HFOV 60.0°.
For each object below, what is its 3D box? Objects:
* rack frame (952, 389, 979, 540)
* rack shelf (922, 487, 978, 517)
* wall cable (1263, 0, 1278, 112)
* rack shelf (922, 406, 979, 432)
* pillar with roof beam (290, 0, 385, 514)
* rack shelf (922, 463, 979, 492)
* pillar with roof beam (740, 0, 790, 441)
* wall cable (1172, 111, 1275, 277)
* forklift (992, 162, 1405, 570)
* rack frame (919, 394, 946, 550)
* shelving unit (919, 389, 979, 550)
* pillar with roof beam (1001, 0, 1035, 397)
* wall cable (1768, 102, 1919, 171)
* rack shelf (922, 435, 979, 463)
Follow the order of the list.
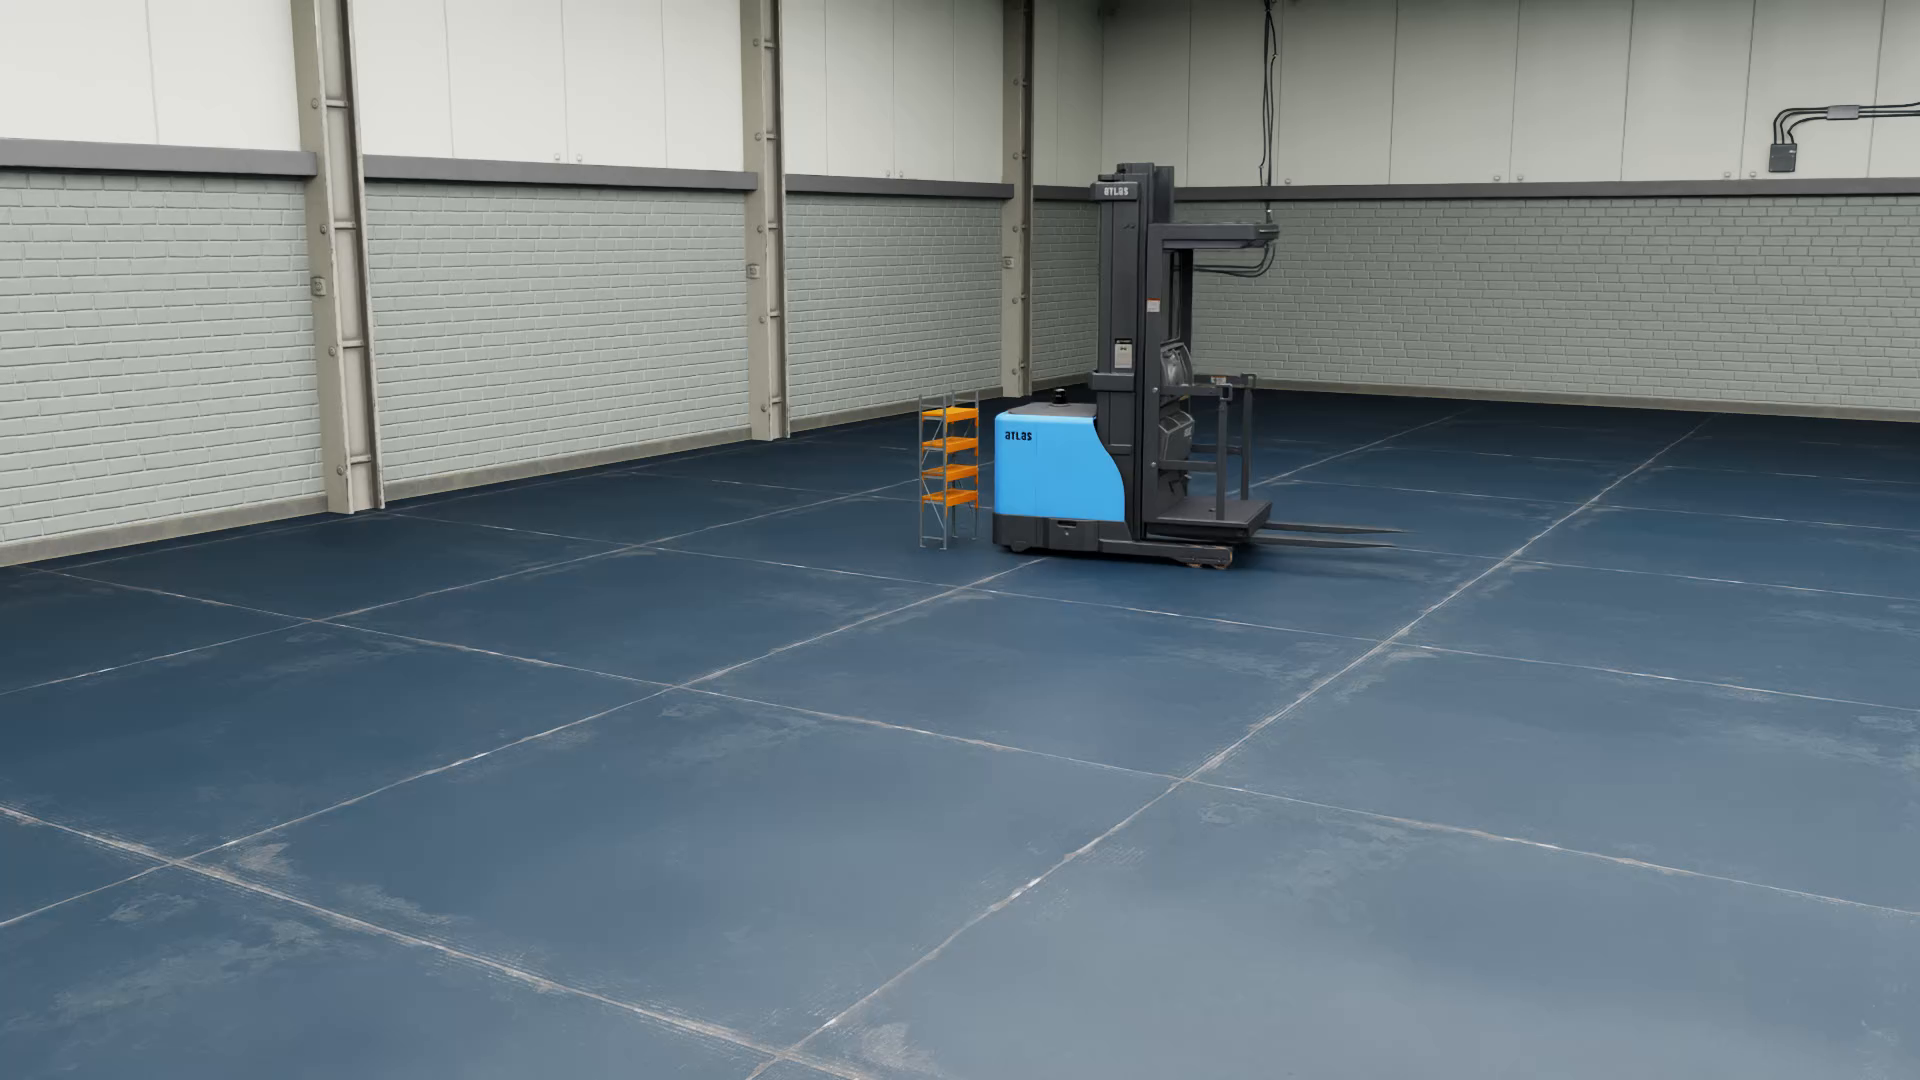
[{"bbox_3d":[0.041,-0.602,13.324,0.240,1.200,0.015,6,12,31],"label":"rack frame"},{"bbox_3d":[-0.086,-0.302,13.168,0.258,0.148,0.480,6,12,31],"label":"rack shelf"},{"bbox_3d":[5.817,-7.618,24.318,3.097,2.526,0.112,6,12,31],"label":"wall cable"},{"bbox_3d":[-0.086,-0.950,13.047,0.258,0.148,0.480,6,12,31],"label":"rack shelf"},{"bbox_3d":[-1.705,-4.285,11.800,9.100,9.000,0.400,6,12,31],"label":"pillar with roof beam"},{"bbox_3d":[-0.086,-0.498,13.132,0.258,0.148,0.480,6,12,31],"label":"rack shelf"},{"bbox_3d":[1.410,-5.228,16.840,9.100,9.000,0.400,6,12,31],"label":"pillar with roof beam"},{"bbox_3d":[3.505,-5.394,26.164,3.097,2.526,0.112,6,12,31],"label":"wall cable"},{"bbox_3d":[1.824,-1.334,12.528,3.031,2.935,1.130,4,11,20],"label":"forklift"},{"bbox_3d":[-0.213,-0.525,12.914,0.240,1.200,0.015,6,12,31],"label":"rack frame"},{"bbox_3d":[-0.086,-0.564,13.119,0.258,1.200,0.503,6,12,31],"label":"shelving unit"},{"bbox_3d":[4.525,-6.172,21.881,9.100,9.000,0.400,6,12,31],"label":"pillar with roof beam"},{"bbox_3d":[11.611,-7.682,20.707,2.305,6.003,0.169,6,12,31],"label":"wall cable"},{"bbox_3d":[-0.086,-0.717,13.090,0.258,0.148,0.480,6,12,31],"label":"rack shelf"}]
